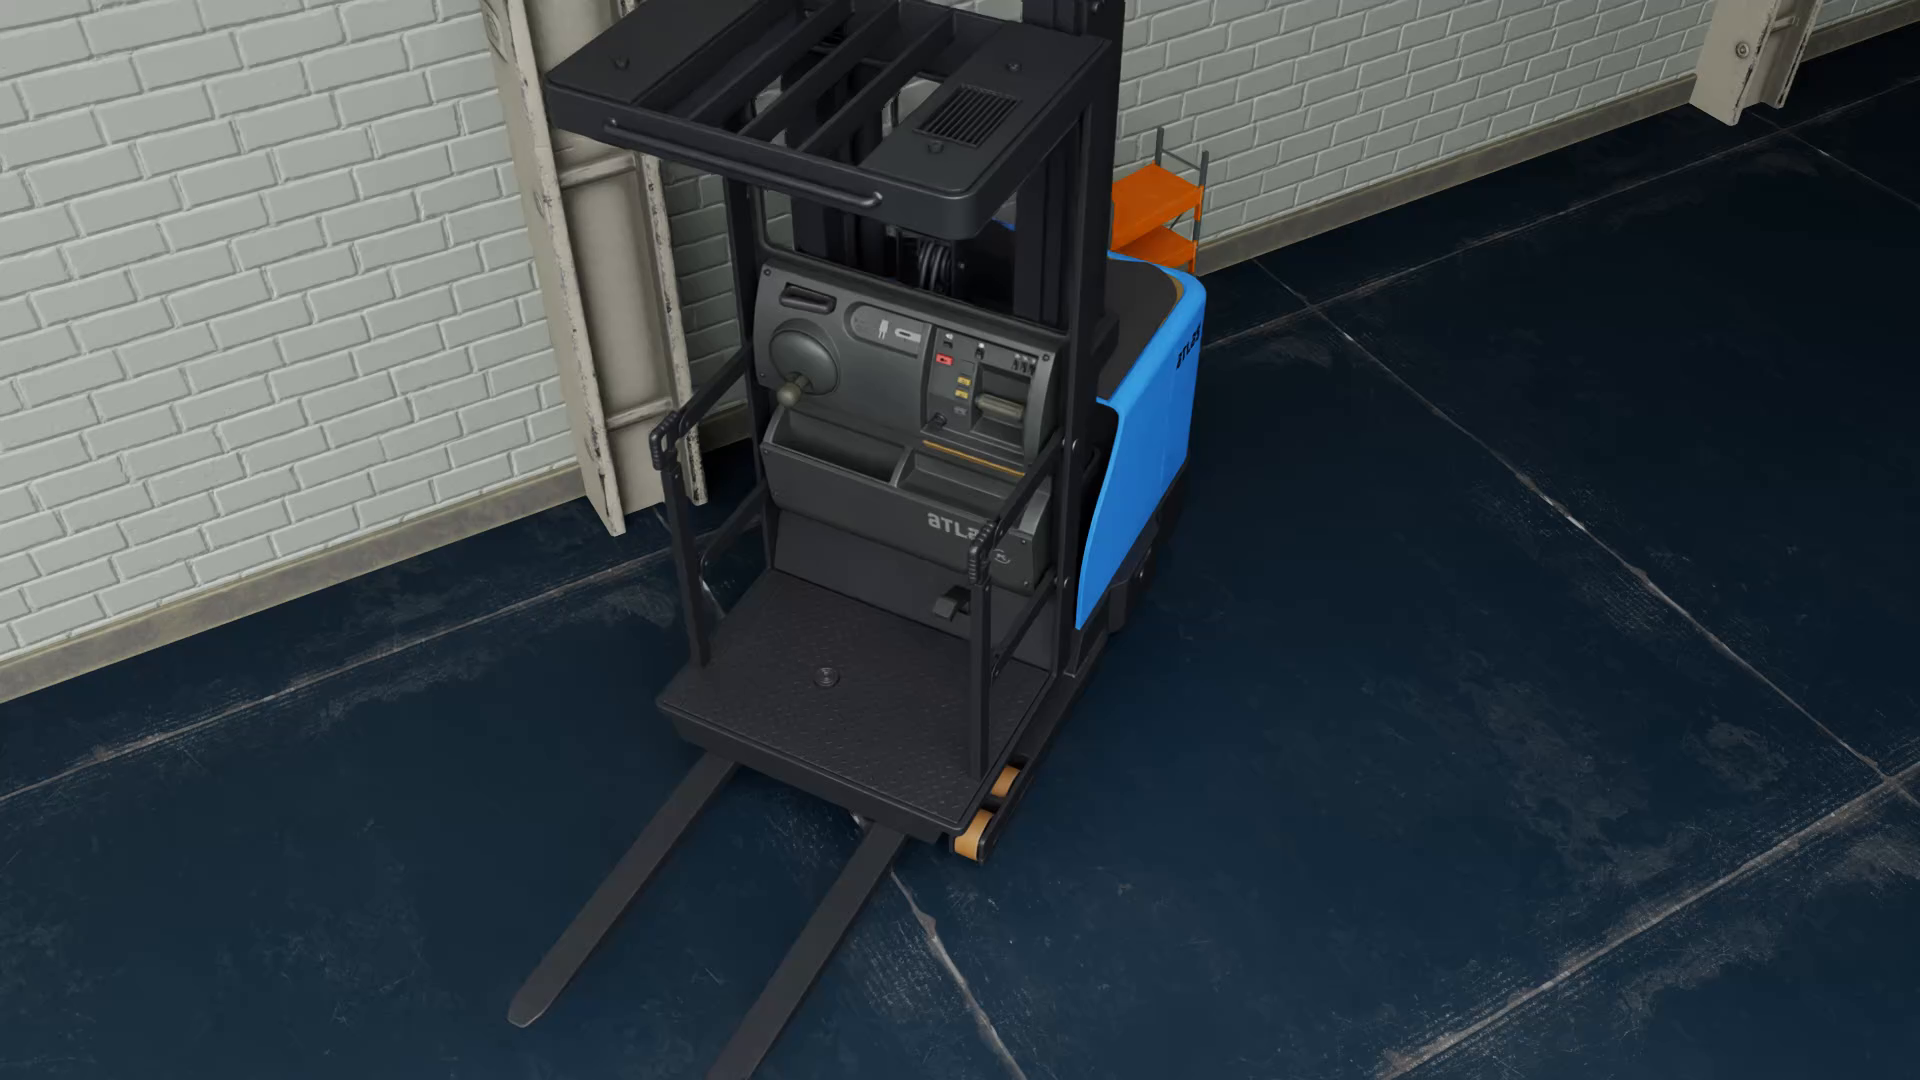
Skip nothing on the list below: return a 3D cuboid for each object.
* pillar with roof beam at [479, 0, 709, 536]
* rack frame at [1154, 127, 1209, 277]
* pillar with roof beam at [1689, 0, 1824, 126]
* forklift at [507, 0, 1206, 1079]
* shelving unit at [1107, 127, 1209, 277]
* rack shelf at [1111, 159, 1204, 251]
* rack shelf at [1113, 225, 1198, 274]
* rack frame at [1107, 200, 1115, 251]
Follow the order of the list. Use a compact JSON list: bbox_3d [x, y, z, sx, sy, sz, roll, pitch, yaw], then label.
[{"bbox_3d":[0.932,-0.803,0.616,0.400,9.000,9.100,-22,48,-21],"label":"pillar with roof beam"},{"bbox_3d":[0.808,-1.019,6.438,0.015,1.200,0.240,-32,53,-29],"label":"rack frame"},{"bbox_3d":[6.134,-2.884,2.761,0.400,9.000,9.100,-22,48,-21],"label":"pillar with roof beam"},{"bbox_3d":[-0.266,-0.409,4.567,1.130,2.935,3.031,19,47,19],"label":"forklift"},{"bbox_3d":[0.628,-0.904,6.320,0.503,1.200,0.258,-32,53,-29],"label":"shelving unit"},{"bbox_3d":[0.628,-1.186,6.047,0.480,0.148,0.258,-32,53,-29],"label":"rack shelf"},{"bbox_3d":[0.628,-1.017,6.211,0.480,0.148,0.258,-32,53,-29],"label":"rack shelf"},{"bbox_3d":[0.447,-0.790,6.202,0.015,1.200,0.240,-32,53,-29],"label":"rack frame"}]
